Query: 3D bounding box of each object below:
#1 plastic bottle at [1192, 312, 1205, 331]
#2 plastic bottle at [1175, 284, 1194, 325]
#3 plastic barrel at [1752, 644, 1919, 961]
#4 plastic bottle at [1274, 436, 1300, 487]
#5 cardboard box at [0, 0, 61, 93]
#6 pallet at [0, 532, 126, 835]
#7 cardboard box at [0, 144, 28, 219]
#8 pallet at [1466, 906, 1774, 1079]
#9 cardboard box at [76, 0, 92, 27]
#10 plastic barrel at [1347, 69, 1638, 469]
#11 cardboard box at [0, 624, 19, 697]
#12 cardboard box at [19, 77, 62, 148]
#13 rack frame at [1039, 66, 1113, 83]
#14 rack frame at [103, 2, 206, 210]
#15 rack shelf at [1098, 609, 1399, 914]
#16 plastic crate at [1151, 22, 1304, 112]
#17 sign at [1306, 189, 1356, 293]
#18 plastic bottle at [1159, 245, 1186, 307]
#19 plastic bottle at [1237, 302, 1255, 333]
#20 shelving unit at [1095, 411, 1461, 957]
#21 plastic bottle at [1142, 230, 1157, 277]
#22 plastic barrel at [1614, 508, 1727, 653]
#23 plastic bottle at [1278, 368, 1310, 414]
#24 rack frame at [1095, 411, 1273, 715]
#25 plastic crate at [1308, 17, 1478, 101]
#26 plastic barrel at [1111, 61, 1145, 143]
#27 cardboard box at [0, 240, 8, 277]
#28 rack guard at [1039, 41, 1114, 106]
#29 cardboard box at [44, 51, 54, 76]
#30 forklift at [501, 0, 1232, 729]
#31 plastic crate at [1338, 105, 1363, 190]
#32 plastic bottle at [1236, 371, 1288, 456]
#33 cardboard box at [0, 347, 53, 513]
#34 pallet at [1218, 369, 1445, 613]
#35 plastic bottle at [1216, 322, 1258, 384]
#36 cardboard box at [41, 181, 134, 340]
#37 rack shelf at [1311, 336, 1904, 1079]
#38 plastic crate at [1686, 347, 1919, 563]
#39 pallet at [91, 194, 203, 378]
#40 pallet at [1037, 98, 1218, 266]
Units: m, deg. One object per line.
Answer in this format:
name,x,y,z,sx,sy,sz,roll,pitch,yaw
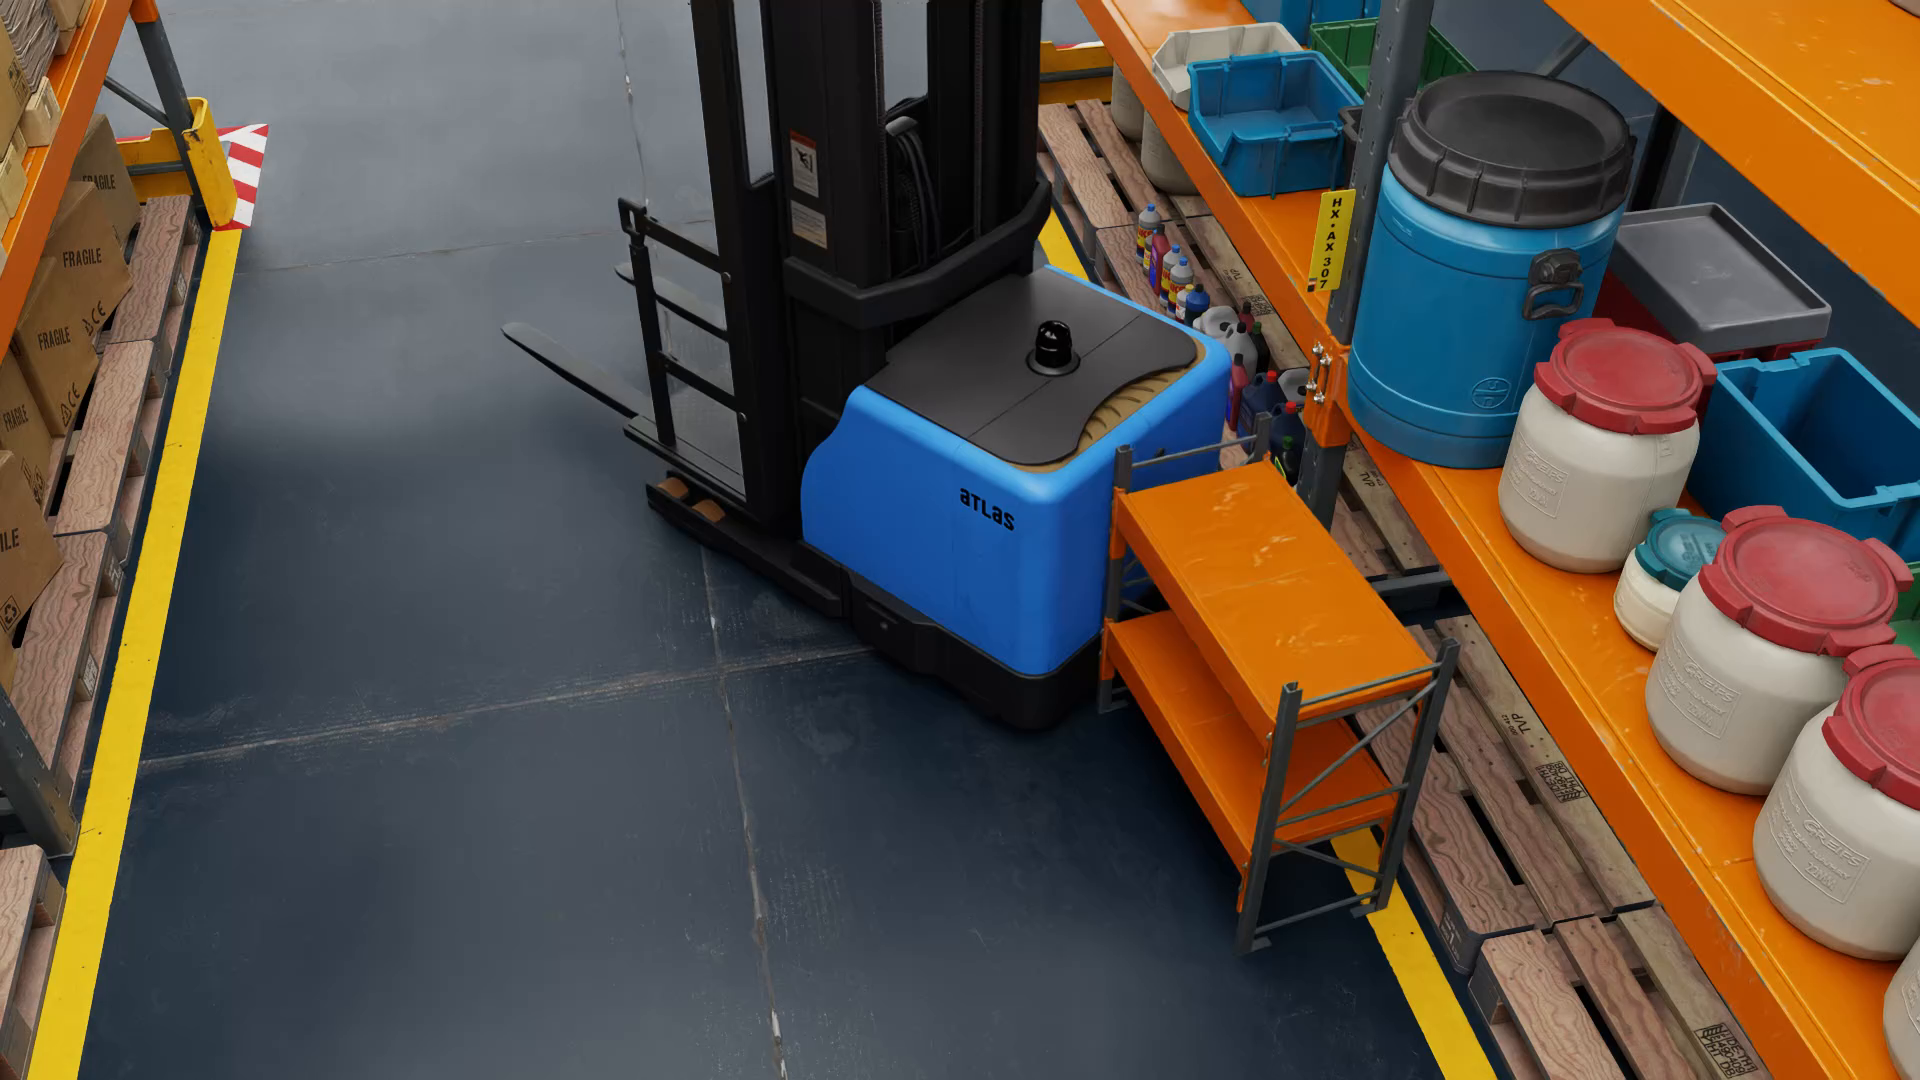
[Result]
plastic bottle,0.981,-0.824,6.695,0.097,0.201,0.097,0,42,0
plastic bottle,0.937,-0.957,6.845,0.097,0.201,0.097,0,42,0
plastic barrel,1.840,0.539,3.281,0.433,0.535,0.433,0,42,0
plastic bottle,1.170,-0.231,5.965,0.061,0.283,0.133,-6,42,-7
cardboard box,-3.721,-1.852,5.777,0.875,0.500,0.500,-8,42,-9
pallet,-3.419,0.505,5.522,1.003,0.211,1.213,-8,42,-9
cardboard box,-3.329,-1.167,5.494,0.380,0.149,0.250,-8,42,-9
pallet,2.070,1.521,4.377,1.003,0.211,1.213,-8,42,-9
cardboard box,-3.683,-2.135,6.585,0.380,0.149,0.250,-8,42,-9
plastic barrel,1.384,-0.711,4.414,0.600,0.901,0.708,-8,42,-9
cardboard box,-3.287,0.405,5.101,0.500,0.500,0.500,-10,42,-11
cardboard box,-3.414,-1.494,5.863,0.380,0.149,0.250,-8,42,-9
rack frame,0.733,-3.410,7.832,1.000,3.000,0.127,-8,42,-9
rack frame,-4.103,-2.701,7.033,1.000,3.000,0.127,-8,42,-9
rack shelf,0.870,0.600,5.095,0.538,0.278,1.000,-14,43,-15
plastic crate,0.998,-1.735,6.144,0.530,0.136,0.437,-8,42,-9
sign,1.057,-0.849,4.739,0.100,0.325,0.005,-8,42,-9
plastic bottle,0.894,-1.113,6.968,0.097,0.271,0.097,0,42,0
plastic bottle,1.137,-0.798,6.604,0.061,0.283,0.133,-8,42,-9
shelving unit,0.870,0.417,4.933,0.538,1.125,1.048,-14,43,-15
plastic bottle,0.842,-1.241,7.166,0.097,0.201,0.097,0,42,0
plastic barrel,1.732,0.114,3.966,0.301,0.262,0.301,0,42,0
plastic bottle,1.274,-0.502,6.276,0.152,0.276,0.135,-8,42,-9
rack frame,0.696,0.100,5.290,0.500,1.125,0.032,-14,43,-15
plastic crate,1.579,-1.659,6.019,0.450,0.188,0.662,-8,42,-9
plastic barrel,0.950,-2.221,8.051,0.421,0.512,0.421,0,42,0
cardboard box,-3.192,-0.847,5.134,0.380,0.149,0.250,-8,42,-9
rack guard,0.795,-2.433,8.614,1.175,0.500,0.348,-8,42,-9
cardboard box,-3.630,-1.803,6.210,0.380,0.149,0.250,-8,42,-9
forklift,-0.550,-1.317,5.526,3.031,2.935,1.130,30,50,29
plastic crate,1.607,-1.152,5.335,0.767,0.338,0.504,-8,42,-9
plastic bottle,1.134,-0.492,6.209,0.144,0.351,0.185,-10,43,-11
cardboard box,-3.629,-0.356,5.959,0.500,0.500,0.500,-12,43,-13
pallet,1.492,-0.216,6.334,1.003,0.211,1.213,-8,42,-9
plastic bottle,1.065,-0.701,6.445,0.144,0.351,0.185,-9,42,-10
cardboard box,-3.822,-1.133,6.834,0.500,0.500,0.500,2,42,2
rack shelf,2.028,0.748,3.690,1.077,0.370,4.000,-8,42,-9
plastic crate,2.138,-0.141,4.162,0.392,0.384,0.575,-8,42,-9
pallet,-3.946,-1.077,7.304,1.003,0.211,1.213,-8,42,-9
pallet,0.965,-1.798,8.116,1.003,0.211,1.213,-8,42,-9
